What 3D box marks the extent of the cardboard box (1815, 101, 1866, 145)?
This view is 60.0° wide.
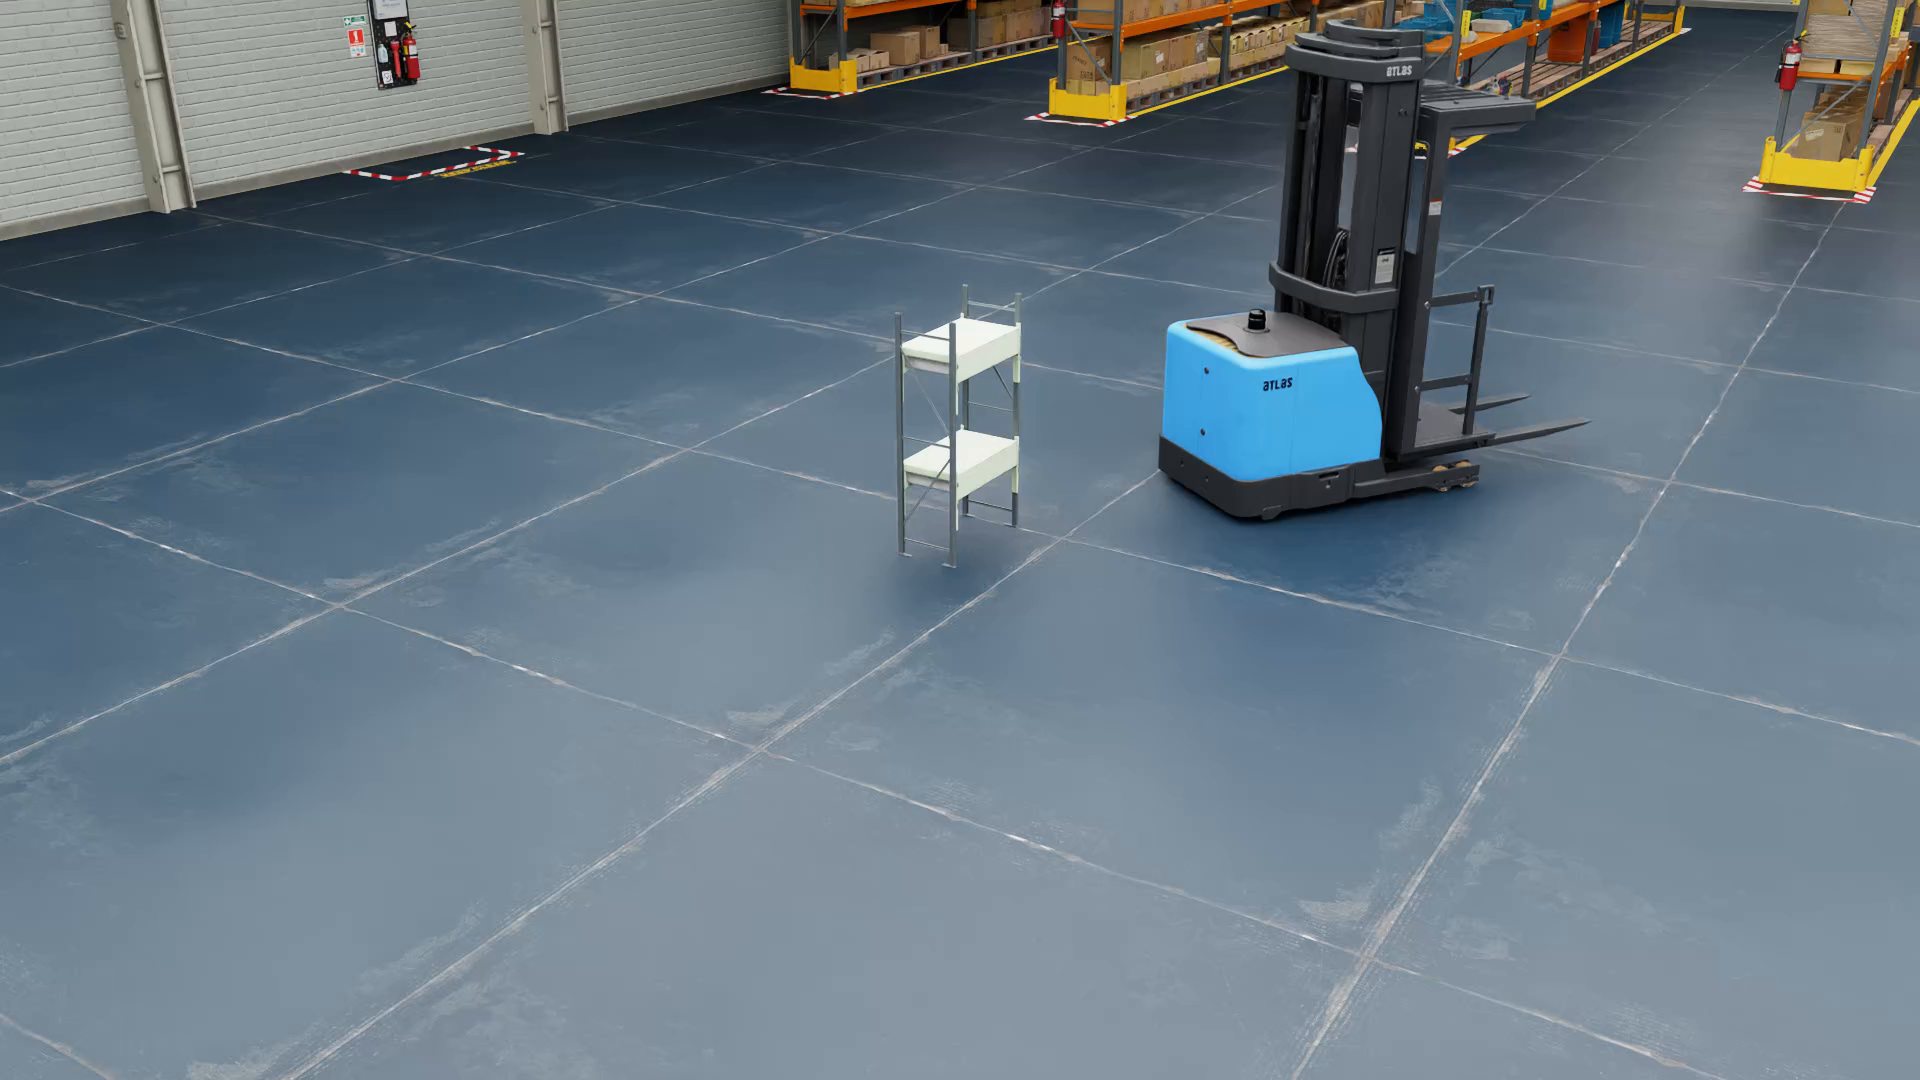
[{"bbox_3d":[11.309,-5.350,21.451,0.500,0.500,0.500,17,29,34],"label":"cardboard box"}]

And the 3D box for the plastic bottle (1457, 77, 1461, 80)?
[{"bbox_3d":[7.547,-6.890,25.265,0.152,0.276,0.135,15,28,31],"label":"plastic bottle"}]

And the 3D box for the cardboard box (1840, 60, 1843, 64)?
[{"bbox_3d":[10.840,-6.041,20.746,0.380,0.149,0.250,14,27,29],"label":"cardboard box"}]

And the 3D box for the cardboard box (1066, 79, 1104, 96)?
[{"bbox_3d":[1.951,-6.932,25.419,0.500,0.250,0.500,14,27,29],"label":"cardboard box"}]

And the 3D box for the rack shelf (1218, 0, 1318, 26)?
[{"bbox_3d":[5.084,-9.453,29.216,1.077,0.370,4.000,14,27,29],"label":"rack shelf"}]

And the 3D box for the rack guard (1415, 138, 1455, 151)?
[{"bbox_3d":[6.125,-5.607,22.573,1.175,0.500,0.348,14,27,29],"label":"rack guard"}]

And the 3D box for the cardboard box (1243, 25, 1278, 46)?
[{"bbox_3d":[5.268,-8.903,29.266,0.500,0.311,0.500,15,27,30],"label":"cardboard box"}]

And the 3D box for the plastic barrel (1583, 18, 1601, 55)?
[{"bbox_3d":[11.184,-9.055,29.898,0.600,0.588,0.708,14,27,29],"label":"plastic barrel"}]

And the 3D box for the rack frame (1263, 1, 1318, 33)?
[{"bbox_3d":[6.139,-10.458,30.633,1.000,3.000,0.127,14,27,29],"label":"rack frame"}]

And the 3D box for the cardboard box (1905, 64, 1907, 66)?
[{"bbox_3d":[13.934,-7.016,25.273,0.700,0.500,0.500,11,26,25],"label":"cardboard box"}]

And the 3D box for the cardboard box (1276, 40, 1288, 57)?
[{"bbox_3d":[5.532,-8.817,29.773,0.500,0.250,0.500,15,27,30],"label":"cardboard box"}]

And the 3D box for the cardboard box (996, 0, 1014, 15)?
[{"bbox_3d":[0.693,-10.122,31.504,0.500,0.250,0.500,13,27,27],"label":"cardboard box"}]

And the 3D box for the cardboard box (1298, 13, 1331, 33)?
[{"bbox_3d":[6.622,-9.607,31.258,0.500,0.500,0.500,15,28,31],"label":"cardboard box"}]

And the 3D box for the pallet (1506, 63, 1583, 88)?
[{"bbox_3d":[9.903,-7.886,28.201,1.003,0.211,1.213,14,27,29],"label":"pallet"}]

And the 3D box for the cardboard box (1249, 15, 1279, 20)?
[{"bbox_3d":[5.613,-9.531,30.718,0.500,0.311,0.500,15,28,31],"label":"cardboard box"}]

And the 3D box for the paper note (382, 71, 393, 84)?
[{"bbox_3d":[-7.310,-5.912,21.239,0.016,0.148,0.142,14,27,29],"label":"paper note"}]

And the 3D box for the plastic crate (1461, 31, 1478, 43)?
[{"bbox_3d":[6.870,-6.833,22.589,0.298,0.136,0.250,14,27,29],"label":"plastic crate"}]

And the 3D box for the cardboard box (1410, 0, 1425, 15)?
[{"bbox_3d":[9.754,-11.549,36.059,0.500,0.250,0.500,14,27,29],"label":"cardboard box"}]

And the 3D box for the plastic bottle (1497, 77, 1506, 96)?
[{"bbox_3d":[8.039,-6.713,24.761,0.144,0.351,0.185,12,26,26],"label":"plastic bottle"}]

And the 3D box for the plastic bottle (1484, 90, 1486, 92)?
[{"bbox_3d":[7.580,-6.365,24.057,0.097,0.271,0.097,0,23,0],"label":"plastic bottle"}]

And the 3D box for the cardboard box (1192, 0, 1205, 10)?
[{"bbox_3d":[3.527,-8.824,26.731,0.700,0.500,0.500,14,27,28],"label":"cardboard box"}]

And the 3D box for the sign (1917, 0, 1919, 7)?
[{"bbox_3d":[12.908,-7.317,22.287,0.100,0.325,0.005,14,27,29],"label":"sign"}]

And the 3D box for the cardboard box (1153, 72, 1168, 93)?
[{"bbox_3d":[2.915,-7.162,25.950,0.500,0.250,0.500,14,27,29],"label":"cardboard box"}]

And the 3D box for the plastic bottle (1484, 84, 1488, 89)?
[{"bbox_3d":[7.768,-6.586,24.552,0.061,0.283,0.133,14,27,29],"label":"plastic bottle"}]

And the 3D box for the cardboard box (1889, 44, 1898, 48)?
[{"bbox_3d":[11.775,-6.278,21.293,0.380,0.149,0.250,14,27,29],"label":"cardboard box"}]

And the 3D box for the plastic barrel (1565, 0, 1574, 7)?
[{"bbox_3d":[9.761,-8.936,26.976,0.421,0.512,0.421,0,23,0],"label":"plastic barrel"}]

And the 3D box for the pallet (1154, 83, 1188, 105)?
[{"bbox_3d":[2.931,-7.156,26.513,1.003,0.211,1.213,14,27,29],"label":"pallet"}]

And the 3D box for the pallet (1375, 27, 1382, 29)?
[{"bbox_3d":[7.852,-10.246,33.653,1.003,0.211,1.213,14,27,29],"label":"pallet"}]

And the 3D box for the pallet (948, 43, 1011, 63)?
[{"bbox_3d":[0.228,-9.128,31.071,1.003,0.211,1.213,14,27,29],"label":"pallet"}]

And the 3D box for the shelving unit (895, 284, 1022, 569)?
[{"bbox_3d":[-0.004,-0.686,9.947,0.431,1.500,0.755,14,27,29],"label":"shelving unit"}]

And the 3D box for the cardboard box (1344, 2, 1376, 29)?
[{"bbox_3d":[7.964,-10.471,33.256,0.500,0.500,0.500,14,27,29],"label":"cardboard box"}]

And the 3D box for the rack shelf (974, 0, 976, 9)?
[{"bbox_3d":[0.873,-10.490,31.611,1.077,0.370,4.000,14,27,29],"label":"rack shelf"}]

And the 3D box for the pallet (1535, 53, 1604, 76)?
[{"bbox_3d":[10.725,-8.414,29.421,1.003,0.211,1.213,14,27,29],"label":"pallet"}]

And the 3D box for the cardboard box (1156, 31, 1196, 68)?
[{"bbox_3d":[3.436,-7.845,26.585,0.500,0.500,0.500,14,27,29],"label":"cardboard box"}]

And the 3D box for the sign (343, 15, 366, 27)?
[{"bbox_3d":[-7.528,-6.456,20.675,0.001,0.109,0.331,14,27,29],"label":"sign"}]

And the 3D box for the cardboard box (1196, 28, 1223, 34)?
[{"bbox_3d":[4.268,-8.670,28.729,0.500,0.311,0.500,15,27,30],"label":"cardboard box"}]

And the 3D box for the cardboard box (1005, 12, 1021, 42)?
[{"bbox_3d":[0.726,-9.800,31.706,0.700,0.500,0.500,14,27,30],"label":"cardboard box"}]

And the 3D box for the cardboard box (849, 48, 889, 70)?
[{"bbox_3d":[-1.550,-8.170,28.178,0.500,0.311,0.500,16,28,33],"label":"cardboard box"}]

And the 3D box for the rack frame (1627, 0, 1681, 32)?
[{"bbox_3d":[14.565,-12.119,34.469,1.000,3.000,0.127,14,27,29],"label":"rack frame"}]

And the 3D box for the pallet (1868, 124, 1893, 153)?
[{"bbox_3d":[12.118,-5.517,22.729,1.003,0.211,1.213,14,27,29],"label":"pallet"}]

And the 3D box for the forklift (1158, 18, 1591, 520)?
[{"bbox_3d":[2.894,-1.845,10.822,3.031,2.935,1.130,-10,25,-22],"label":"forklift"}]

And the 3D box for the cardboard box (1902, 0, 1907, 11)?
[{"bbox_3d":[11.124,-6.618,20.003,0.500,0.500,0.500,14,27,29],"label":"cardboard box"}]

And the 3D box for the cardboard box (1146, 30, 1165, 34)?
[{"bbox_3d":[2.991,-7.955,26.838,0.500,0.500,0.500,14,27,29],"label":"cardboard box"}]

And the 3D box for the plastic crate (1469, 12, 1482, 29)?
[{"bbox_3d":[7.279,-7.573,24.234,0.450,0.188,0.662,14,27,29],"label":"plastic crate"}]

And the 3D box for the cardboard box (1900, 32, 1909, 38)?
[{"bbox_3d":[12.579,-6.782,22.456,0.380,0.149,0.250,14,27,29],"label":"cardboard box"}]

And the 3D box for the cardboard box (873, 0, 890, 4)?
[{"bbox_3d":[-1.503,-9.012,27.455,0.500,0.250,0.500,13,27,27],"label":"cardboard box"}]

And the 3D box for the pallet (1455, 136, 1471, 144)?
[{"bbox_3d":[6.558,-5.748,23.262,1.003,0.211,1.213,14,27,29],"label":"pallet"}]

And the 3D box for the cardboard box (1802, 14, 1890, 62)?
[{"bbox_3d":[10.646,-6.043,19.934,0.875,0.500,0.500,14,27,29],"label":"cardboard box"}]

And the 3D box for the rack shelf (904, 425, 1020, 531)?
[{"bbox_3d":[-0.004,-0.387,10.076,0.431,0.370,0.720,14,27,29],"label":"rack shelf"}]

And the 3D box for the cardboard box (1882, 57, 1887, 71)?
[{"bbox_3d":[10.978,-5.773,20.127,0.380,0.149,0.250,14,27,29],"label":"cardboard box"}]

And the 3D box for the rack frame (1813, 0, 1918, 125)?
[{"bbox_3d":[12.443,-7.031,22.716,1.000,3.000,0.127,14,27,29],"label":"rack frame"}]

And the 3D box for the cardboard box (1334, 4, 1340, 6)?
[{"bbox_3d":[7.245,-10.401,33.094,0.500,0.500,0.500,14,27,30],"label":"cardboard box"}]

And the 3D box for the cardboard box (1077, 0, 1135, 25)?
[{"bbox_3d":[2.176,-7.959,24.733,0.700,0.500,0.500,14,27,29],"label":"cardboard box"}]
